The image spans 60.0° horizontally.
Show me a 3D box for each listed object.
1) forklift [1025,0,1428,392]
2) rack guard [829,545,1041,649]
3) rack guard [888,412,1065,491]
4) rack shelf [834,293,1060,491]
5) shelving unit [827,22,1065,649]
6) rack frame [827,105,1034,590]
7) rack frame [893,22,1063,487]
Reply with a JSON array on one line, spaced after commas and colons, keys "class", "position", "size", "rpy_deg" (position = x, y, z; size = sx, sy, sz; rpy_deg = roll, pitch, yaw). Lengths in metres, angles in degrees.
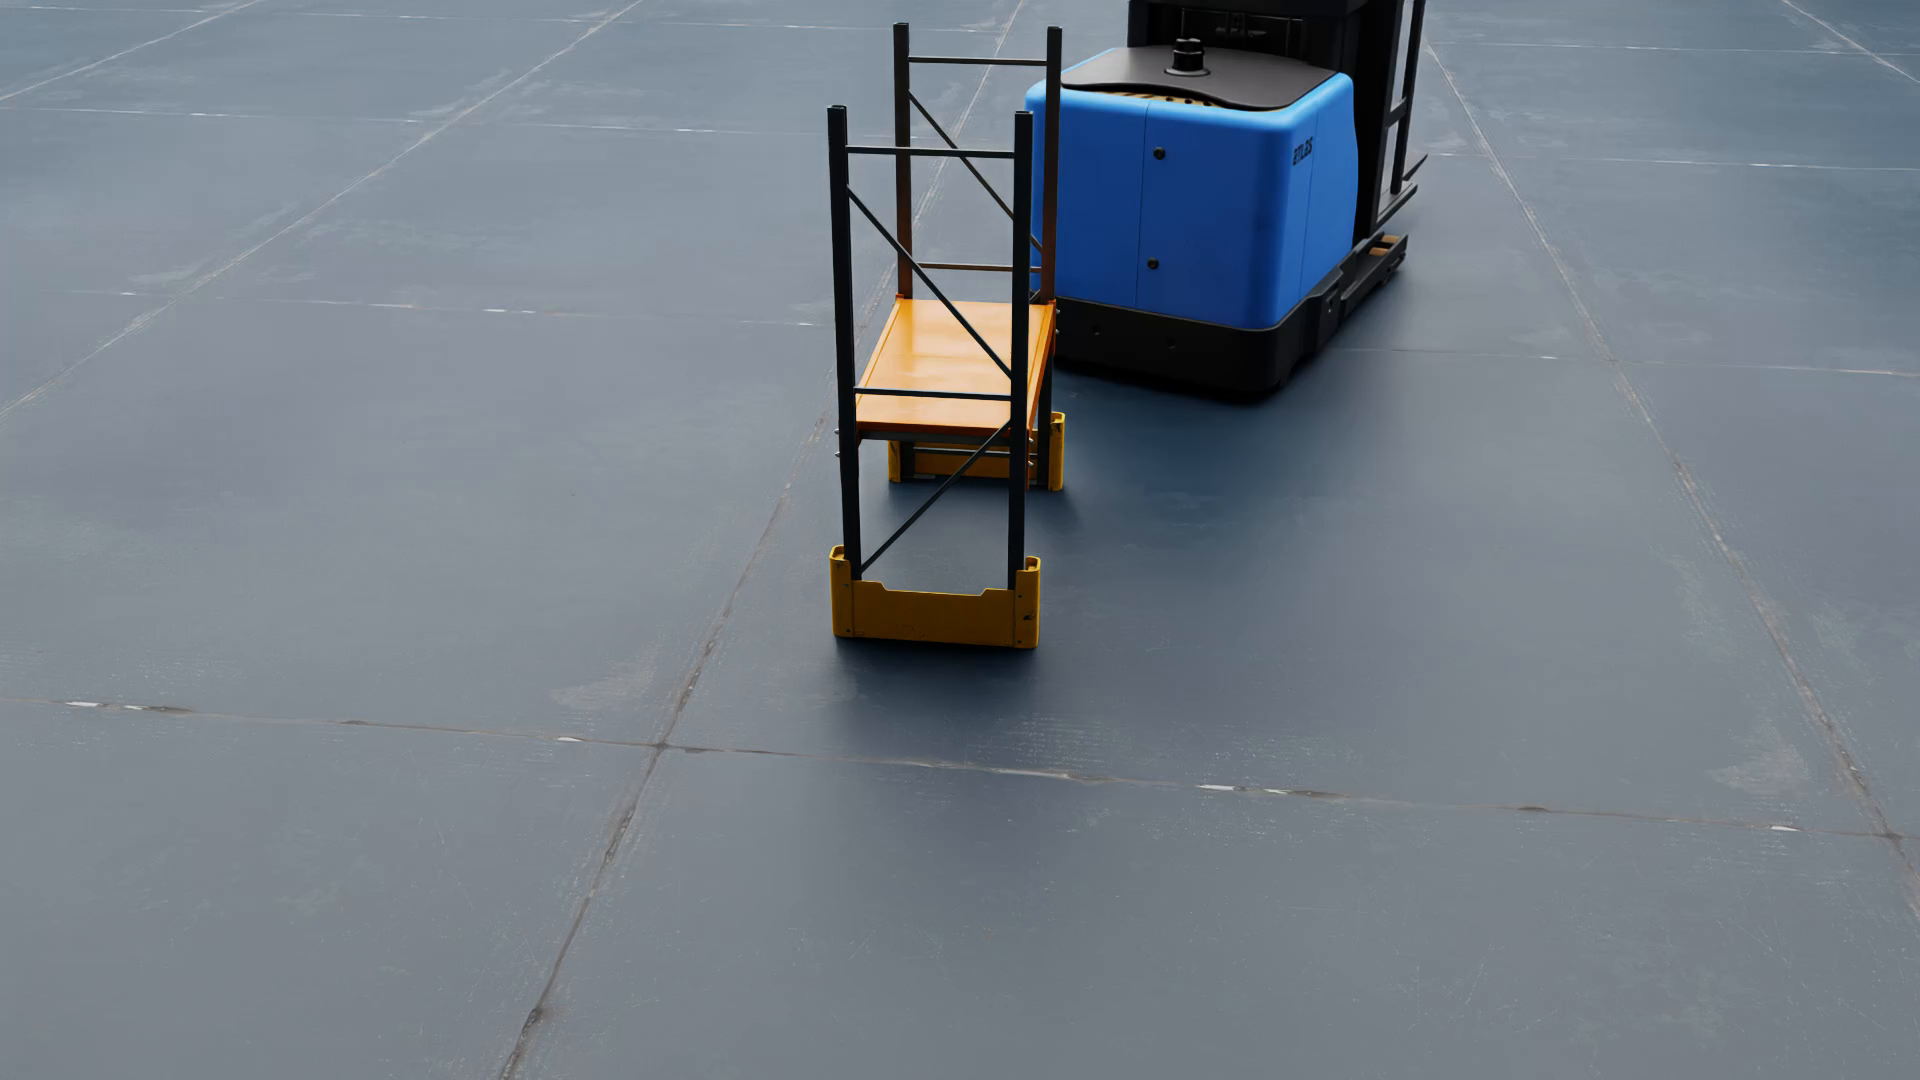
[{"class": "forklift", "position": [1.360, -2.504, 6.807], "size": [1.130, 2.935, 3.031], "rpy_deg": [14, 31, 24]}, {"class": "rack guard", "position": [-0.070, 0.160, 4.689], "size": [0.587, 0.250, 0.087], "rpy_deg": [3, 28, 6]}, {"class": "rack guard", "position": [0.052, -0.309, 5.559], "size": [0.587, 0.250, 0.087], "rpy_deg": [3, 28, 6]}, {"class": "rack shelf", "position": [-0.010, -0.462, 4.905], "size": [0.538, 0.185, 1.000], "rpy_deg": [3, 28, 6]}, {"class": "shelving unit", "position": [-0.009, -0.624, 4.828], "size": [0.587, 1.500, 1.083], "rpy_deg": [3, 28, 6]}, {"class": "rack frame", "position": [-0.073, -0.381, 4.376], "size": [0.500, 1.500, 0.032], "rpy_deg": [3, 28, 6]}, {"class": "rack frame", "position": [0.052, -0.859, 5.264], "size": [0.500, 1.500, 0.032], "rpy_deg": [3, 28, 6]}]
